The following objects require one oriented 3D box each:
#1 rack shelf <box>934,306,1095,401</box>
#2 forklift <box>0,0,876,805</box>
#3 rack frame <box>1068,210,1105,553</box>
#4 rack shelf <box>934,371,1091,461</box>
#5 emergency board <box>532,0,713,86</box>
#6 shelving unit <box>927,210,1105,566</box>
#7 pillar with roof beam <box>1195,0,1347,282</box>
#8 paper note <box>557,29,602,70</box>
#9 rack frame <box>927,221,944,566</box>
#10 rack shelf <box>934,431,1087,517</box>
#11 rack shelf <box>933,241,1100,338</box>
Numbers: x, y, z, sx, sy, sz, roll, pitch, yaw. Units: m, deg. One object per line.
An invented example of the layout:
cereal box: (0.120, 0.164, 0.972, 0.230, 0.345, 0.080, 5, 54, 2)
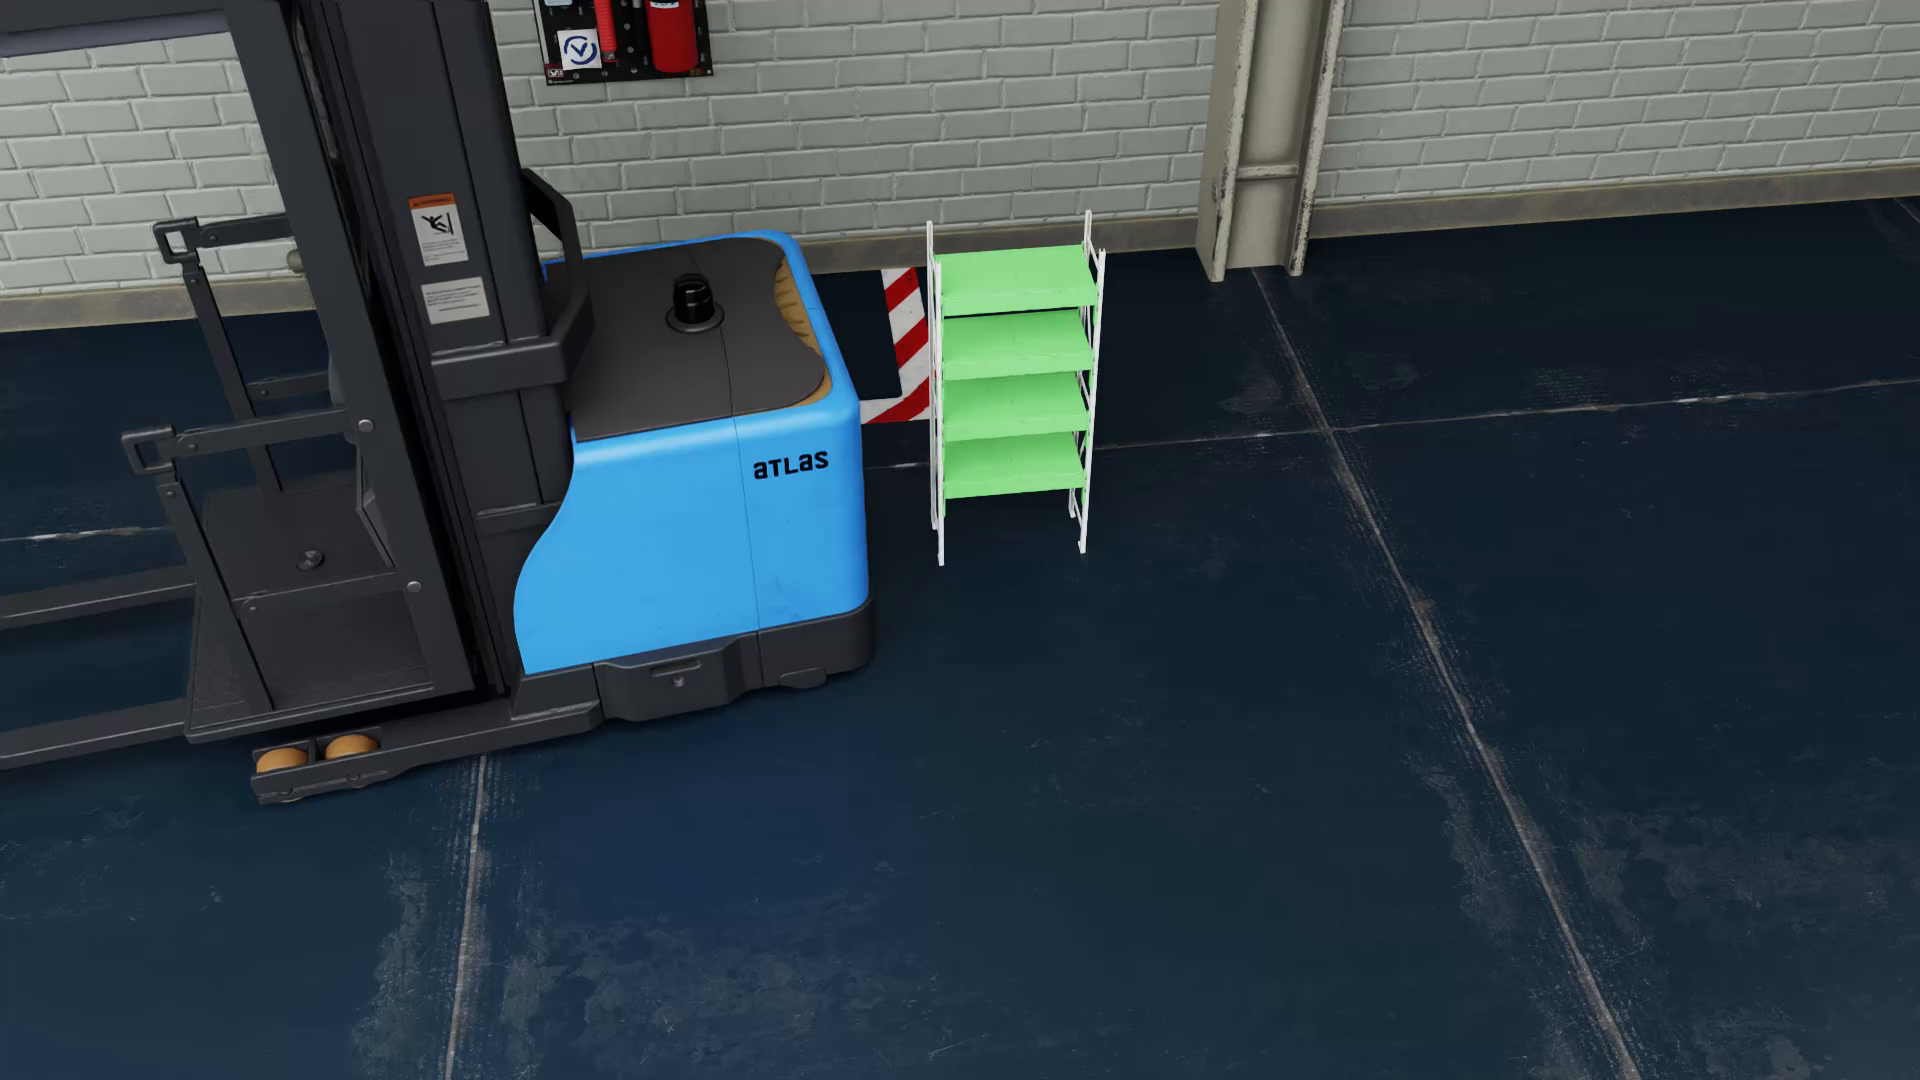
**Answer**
rack shelf: (0.164, -0.591, 5.246, 0.480, 0.148, 0.258, -5, 42, -6)
forklift: (-1.841, -0.711, 4.350, 3.031, 2.935, 1.130, -11, 43, -12)
rack frame: (0.406, -0.481, 5.388, 0.015, 1.200, 0.240, -5, 42, -6)
rack shelf: (0.164, -0.412, 5.407, 0.480, 0.148, 0.258, -5, 42, -6)
emergency board: (-1.232, -2.123, 5.864, 0.643, 1.169, 0.194, -5, 42, -6)
shelving unit: (0.164, -0.460, 5.364, 0.503, 1.200, 0.258, -5, 42, -6)
pillar with roof beam: (1.782, -1.681, 0.895, 0.400, 9.000, 9.100, -5, 42, -6)
paper note: (-1.416, -1.826, 6.193, 0.142, 0.148, 0.016, -5, 42, -6)
rack frame: (-0.078, -0.439, 5.341, 0.015, 1.200, 0.240, -5, 42, -6)
rack shelf: (0.164, -0.234, 5.568, 0.480, 0.148, 0.258, -5, 42, -6)
rack shelf: (0.164, -0.769, 5.085, 0.480, 0.148, 0.258, -5, 42, -6)
